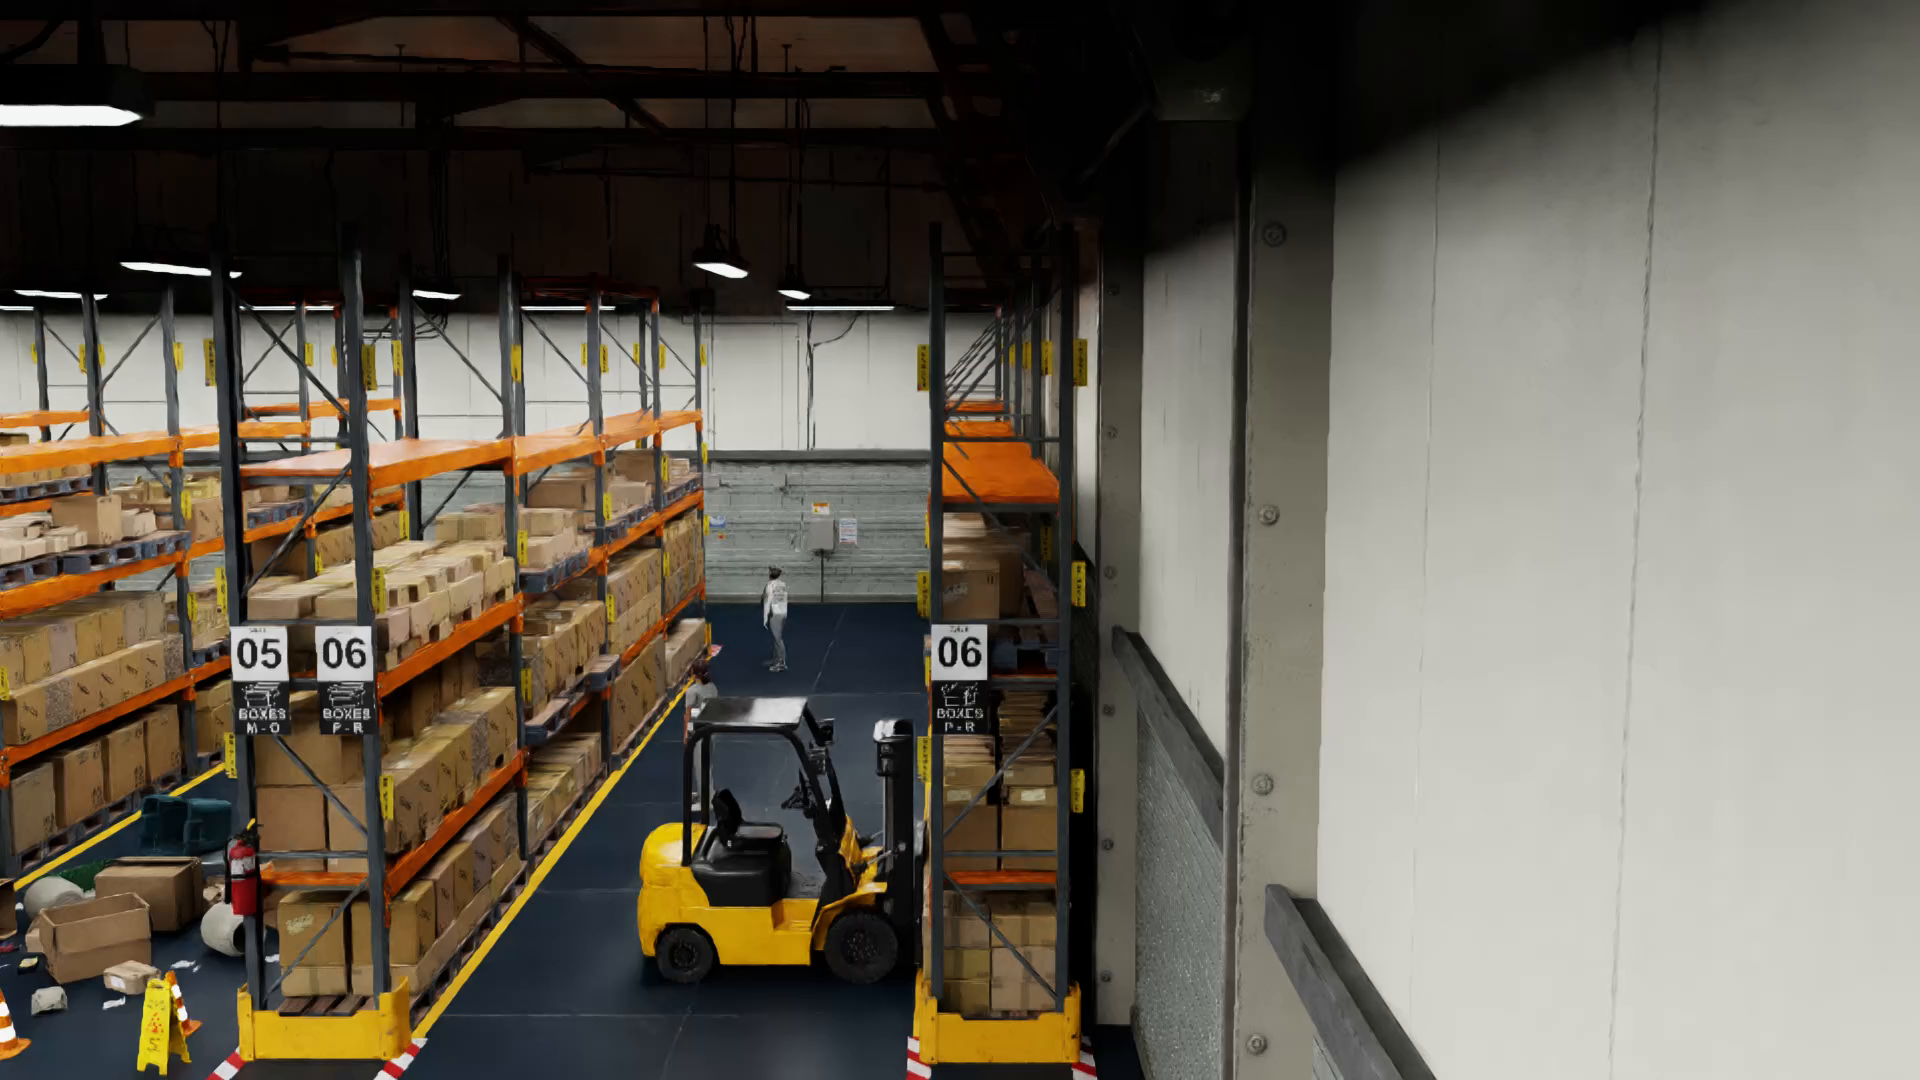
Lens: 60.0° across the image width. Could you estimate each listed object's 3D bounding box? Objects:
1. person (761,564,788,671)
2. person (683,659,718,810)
[{"bbox_3d":[-2.969,1.223,26.622,0.550,1.663,0.586,3,7,23],"label":"person"},{"bbox_3d":[-2.926,2.149,18.660,0.569,1.668,0.563,4,8,31],"label":"person"}]
